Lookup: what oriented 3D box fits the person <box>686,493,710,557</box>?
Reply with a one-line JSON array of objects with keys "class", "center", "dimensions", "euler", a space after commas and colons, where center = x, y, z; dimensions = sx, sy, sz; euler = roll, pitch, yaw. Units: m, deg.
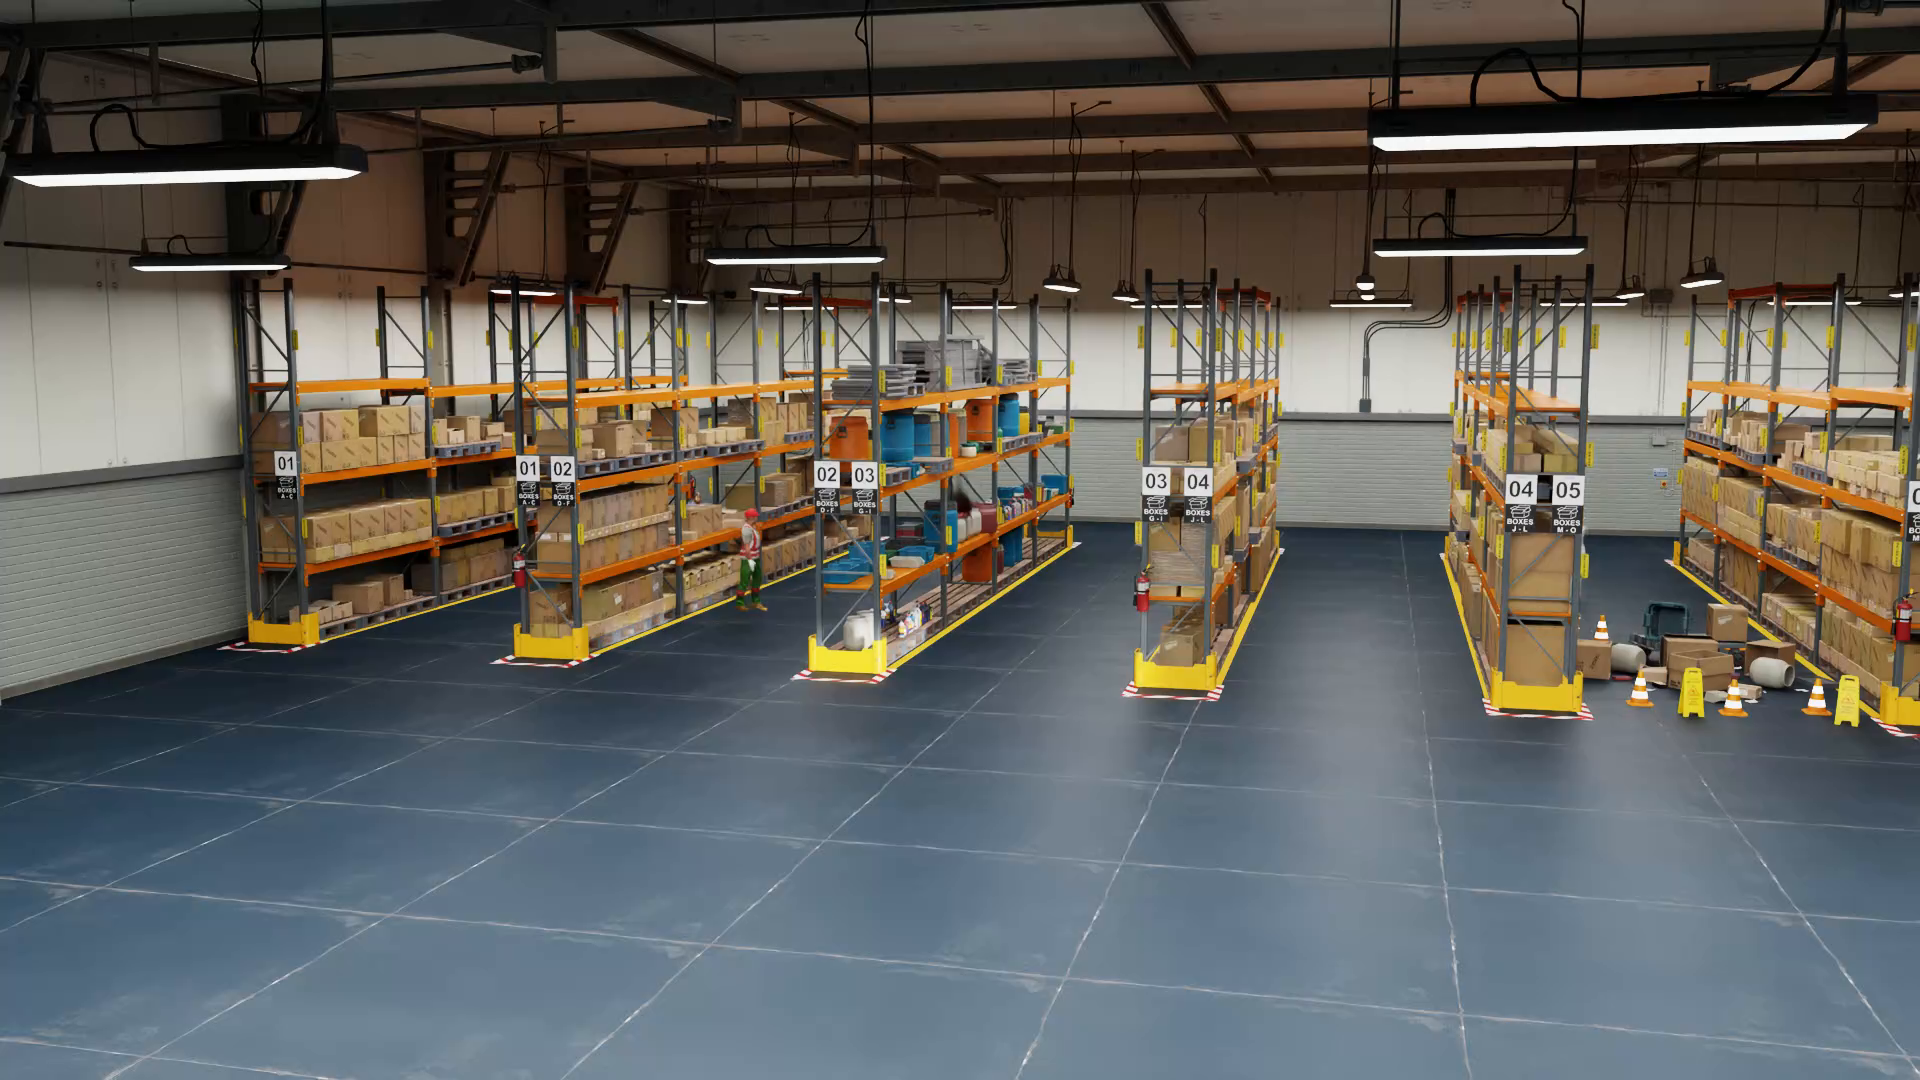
[{"class": "person", "center": [-5.901, -0.264, 37.012], "dimensions": [0.647, 1.602, 1.028], "euler": [2, 7, 14]}]

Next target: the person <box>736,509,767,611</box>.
[{"class": "person", "center": [-3.672, 0.365, 29.156], "dimensions": [0.426, 1.849, 0.650], "euler": [2, 7, 15]}]

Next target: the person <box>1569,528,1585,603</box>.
[{"class": "person", "center": [11.701, 0.314, 31.898], "dimensions": [0.588, 1.768, 0.514], "euler": [-7, 9, -43]}]
